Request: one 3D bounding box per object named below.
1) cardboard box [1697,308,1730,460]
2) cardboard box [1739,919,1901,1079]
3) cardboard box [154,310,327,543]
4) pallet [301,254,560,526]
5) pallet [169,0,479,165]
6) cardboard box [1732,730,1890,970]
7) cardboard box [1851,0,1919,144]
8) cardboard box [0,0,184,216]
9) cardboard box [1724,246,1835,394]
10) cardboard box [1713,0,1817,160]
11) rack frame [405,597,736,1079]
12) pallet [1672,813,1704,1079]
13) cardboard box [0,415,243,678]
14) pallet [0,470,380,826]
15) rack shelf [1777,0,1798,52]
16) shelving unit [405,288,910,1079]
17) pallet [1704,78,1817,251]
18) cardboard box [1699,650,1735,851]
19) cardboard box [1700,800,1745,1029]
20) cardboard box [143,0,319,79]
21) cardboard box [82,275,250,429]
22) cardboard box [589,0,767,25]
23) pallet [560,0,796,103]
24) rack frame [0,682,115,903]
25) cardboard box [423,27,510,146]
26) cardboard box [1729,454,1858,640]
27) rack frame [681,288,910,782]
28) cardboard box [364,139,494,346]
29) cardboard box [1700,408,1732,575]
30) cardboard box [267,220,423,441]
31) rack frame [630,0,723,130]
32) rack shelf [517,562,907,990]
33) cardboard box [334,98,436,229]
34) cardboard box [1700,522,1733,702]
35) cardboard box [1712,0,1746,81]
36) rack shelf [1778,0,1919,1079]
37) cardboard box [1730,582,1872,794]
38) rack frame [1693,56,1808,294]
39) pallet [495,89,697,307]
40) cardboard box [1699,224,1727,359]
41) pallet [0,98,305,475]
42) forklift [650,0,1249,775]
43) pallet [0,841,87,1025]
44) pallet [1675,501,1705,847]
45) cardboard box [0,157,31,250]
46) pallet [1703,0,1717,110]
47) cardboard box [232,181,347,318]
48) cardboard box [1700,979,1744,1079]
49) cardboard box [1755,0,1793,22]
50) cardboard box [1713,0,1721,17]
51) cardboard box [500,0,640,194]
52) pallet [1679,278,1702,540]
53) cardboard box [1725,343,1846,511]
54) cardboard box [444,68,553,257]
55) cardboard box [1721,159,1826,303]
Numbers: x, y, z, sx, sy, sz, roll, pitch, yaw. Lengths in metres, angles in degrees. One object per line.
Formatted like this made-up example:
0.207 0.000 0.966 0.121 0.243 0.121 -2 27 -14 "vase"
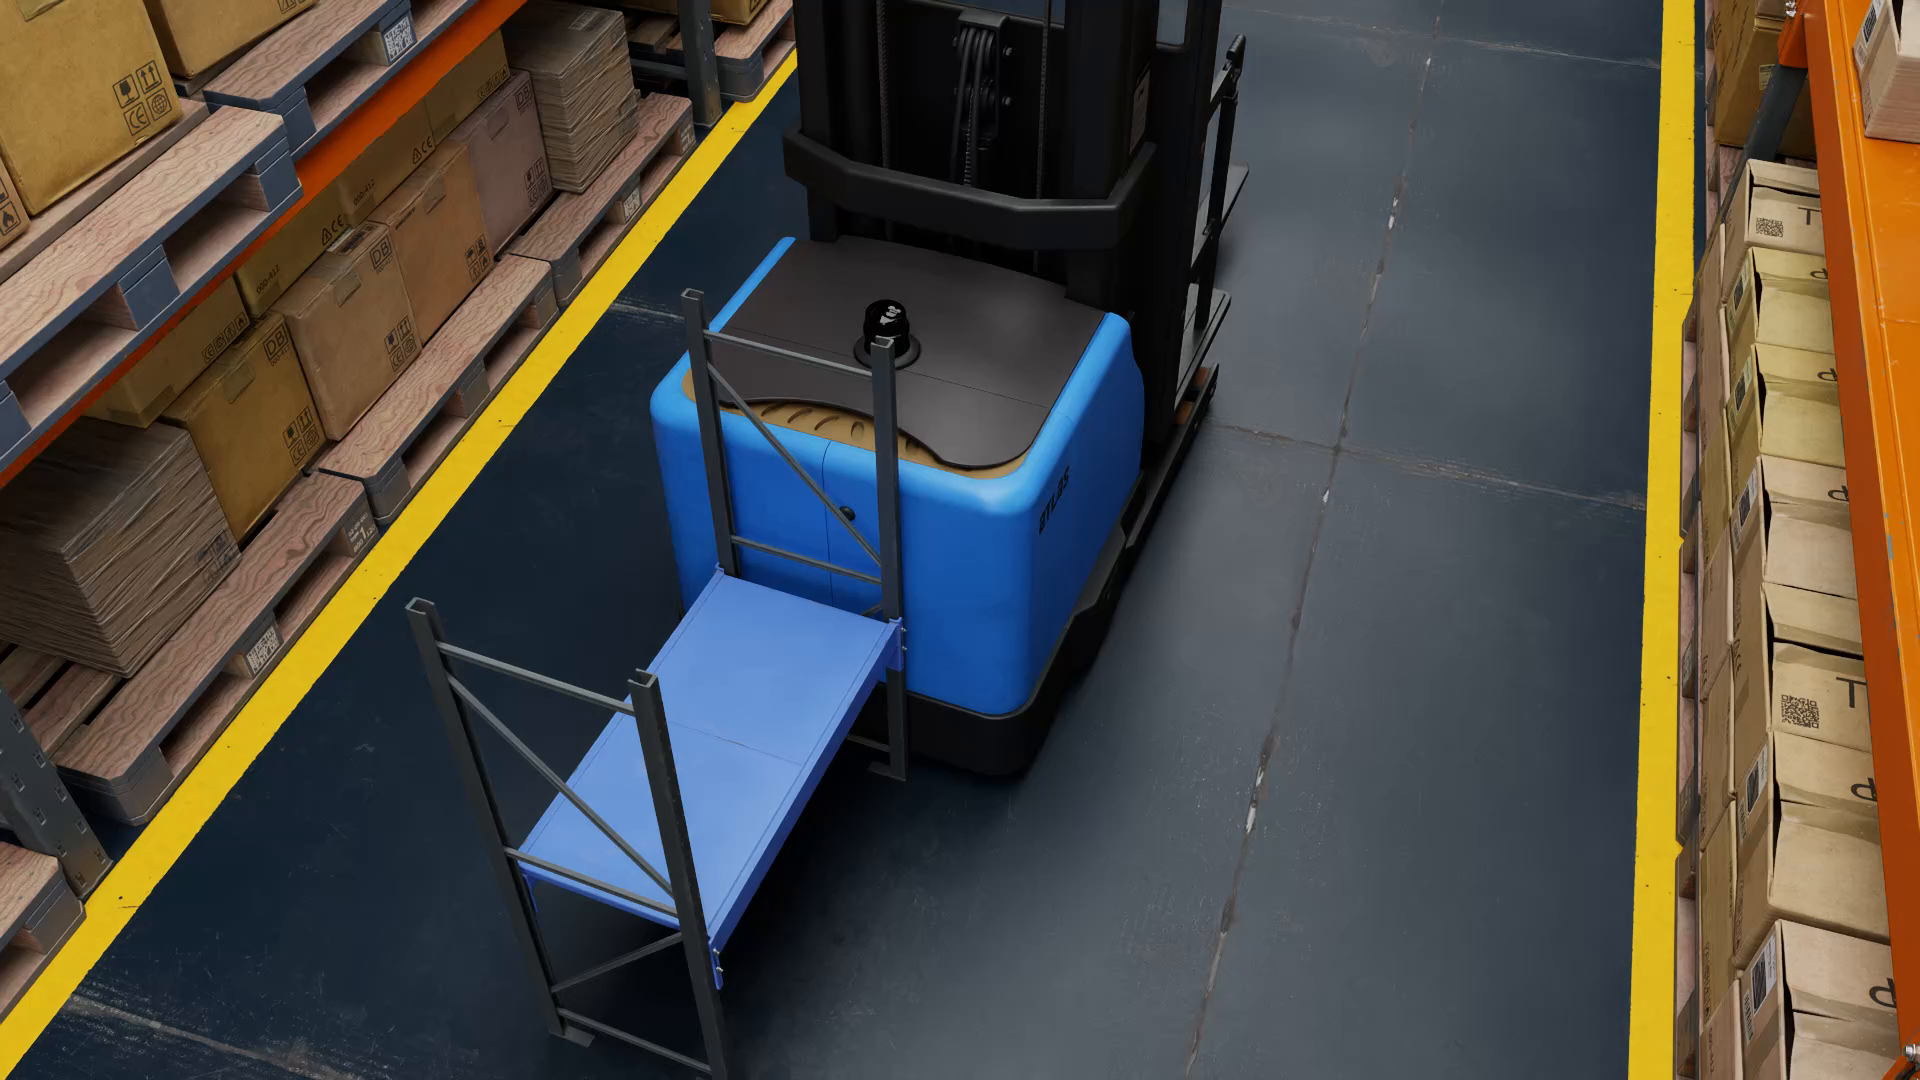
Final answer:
2.625 -0.448 5.228 0.500 0.250 0.500 11 46 11 "cardboard box"
1.853 1.065 3.281 0.500 0.311 0.500 13 46 13 "cardboard box"
-2.403 -0.396 4.983 0.700 0.500 0.500 12 46 12 "cardboard box"
-2.117 -0.621 5.734 1.003 0.211 1.213 13 46 13 "pallet"
-2.068 -1.552 4.829 1.003 0.211 1.213 13 46 13 "pallet"
2.004 0.717 3.637 0.500 0.311 0.500 14 46 14 "cardboard box"
2.759 -1.315 4.513 0.500 0.311 0.500 12 46 12 "cardboard box"
-2.356 -1.179 3.924 0.700 0.500 0.500 17 47 17 "cardboard box"
2.625 -0.631 5.015 0.500 0.311 0.500 11 46 12 "cardboard box"
3.274 -1.839 6.458 0.500 0.500 0.500 14 46 14 "cardboard box"
-0.758 0.714 3.448 0.500 1.500 0.032 16 47 16 "rack frame"
2.189 1.261 3.810 1.003 0.211 1.213 13 46 13 "pallet"
-2.512 -0.041 4.620 0.700 0.500 0.500 14 46 14 "cardboard box"
-2.485 0.194 4.900 1.003 0.211 1.213 13 46 13 "pallet"
3.820 -2.978 6.663 1.077 0.370 4.000 13 46 13 "rack shelf"
-0.568 0.384 3.785 0.538 1.500 1.048 16 47 16 "shelving unit"
3.477 -1.395 6.525 1.003 0.211 1.213 13 46 13 "pallet"
2.162 0.581 4.177 0.500 0.250 0.500 13 46 13 "cardboard box"
2.007 0.922 3.829 0.500 0.250 0.500 12 46 12 "cardboard box"
-2.187 -1.624 4.379 0.700 0.500 0.500 19 47 18 "cardboard box"
-2.382 -0.603 4.658 0.500 0.250 0.500 12 46 12 "cardboard box"
-1.160 -2.793 7.197 0.750 0.750 0.750 12 46 12 "cardboard box"
-1.197 -2.462 7.615 1.003 0.211 1.213 13 46 13 "pallet"
-2.719 -0.283 3.394 1.000 3.000 0.127 13 46 13 "rack frame"
-1.908 -1.623 5.701 0.500 0.250 0.500 13 46 13 "cardboard box"
2.313 0.051 4.318 0.500 0.311 0.500 12 46 12 "cardboard box"
-0.377 0.055 4.122 0.500 1.500 0.032 16 47 16 "rack frame"
-2.066 -1.066 5.667 0.700 0.500 0.500 12 46 12 "cardboard box"
2.473 -0.100 4.873 0.500 0.250 0.500 11 46 11 "cardboard box"
-2.210 -0.727 5.321 0.700 0.500 0.500 13 46 13 "cardboard box"
-1.508 -2.949 6.119 1.000 3.000 0.127 13 46 13 "rack frame"
-0.568 0.513 3.911 0.538 0.185 1.000 16 47 16 "rack shelf"
-2.059 -1.279 5.349 0.500 0.250 0.500 12 46 12 "cardboard box"
2.317 0.242 4.524 0.500 0.250 0.500 13 46 13 "cardboard box"
3.431 -2.184 6.810 0.500 0.500 0.500 11 45 11 "cardboard box"
2.609 -0.312 3.939 1.077 0.370 4.000 13 46 13 "rack shelf"
2.158 0.385 3.976 0.500 0.311 0.500 12 46 12 "cardboard box"
3.215 -1.902 5.049 1.000 3.000 0.127 13 46 13 "rack frame"
-1.746 -1.432 6.562 1.003 0.211 1.213 13 46 13 "pallet"
2.776 -0.783 5.571 0.500 0.250 0.500 12 46 12 "cardboard box"
-2.349 -0.693 3.951 1.003 0.211 1.213 13 46 13 "pallet"
0.235 -1.455 4.642 1.130 2.935 3.031 16 47 16 "forklift"
-2.889 1.169 3.905 1.003 0.211 1.213 13 46 13 "pallet"
2.557 0.445 4.644 1.003 0.211 1.213 13 46 13 "pallet"
-2.532 -0.808 3.545 0.700 0.500 0.500 13 46 13 "cardboard box"
3.848 -2.206 7.353 1.003 0.211 1.213 13 46 13 "pallet"
-2.228 -0.951 5.013 0.500 0.250 0.500 11 46 11 "cardboard box"
1.852 1.259 3.485 0.500 0.250 0.500 12 46 12 "cardboard box"
3.287 -2.146 6.235 0.500 0.250 0.500 14 46 14 "cardboard box"
3.584 -2.535 7.169 0.500 0.500 0.500 11 45 11 "cardboard box"
-1.676 -1.722 6.338 0.700 0.500 0.500 13 46 13 "cardboard box"
2.928 -0.365 5.472 1.003 0.211 1.213 13 46 13 "pallet"
2.468 -0.292 4.668 0.500 0.311 0.500 11 46 11 "cardboard box"
-1.943 -1.403 6.012 0.700 0.500 0.500 12 46 12 "cardboard box"
2.776 -0.983 5.375 0.500 0.311 0.500 14 46 14 "cardboard box"
